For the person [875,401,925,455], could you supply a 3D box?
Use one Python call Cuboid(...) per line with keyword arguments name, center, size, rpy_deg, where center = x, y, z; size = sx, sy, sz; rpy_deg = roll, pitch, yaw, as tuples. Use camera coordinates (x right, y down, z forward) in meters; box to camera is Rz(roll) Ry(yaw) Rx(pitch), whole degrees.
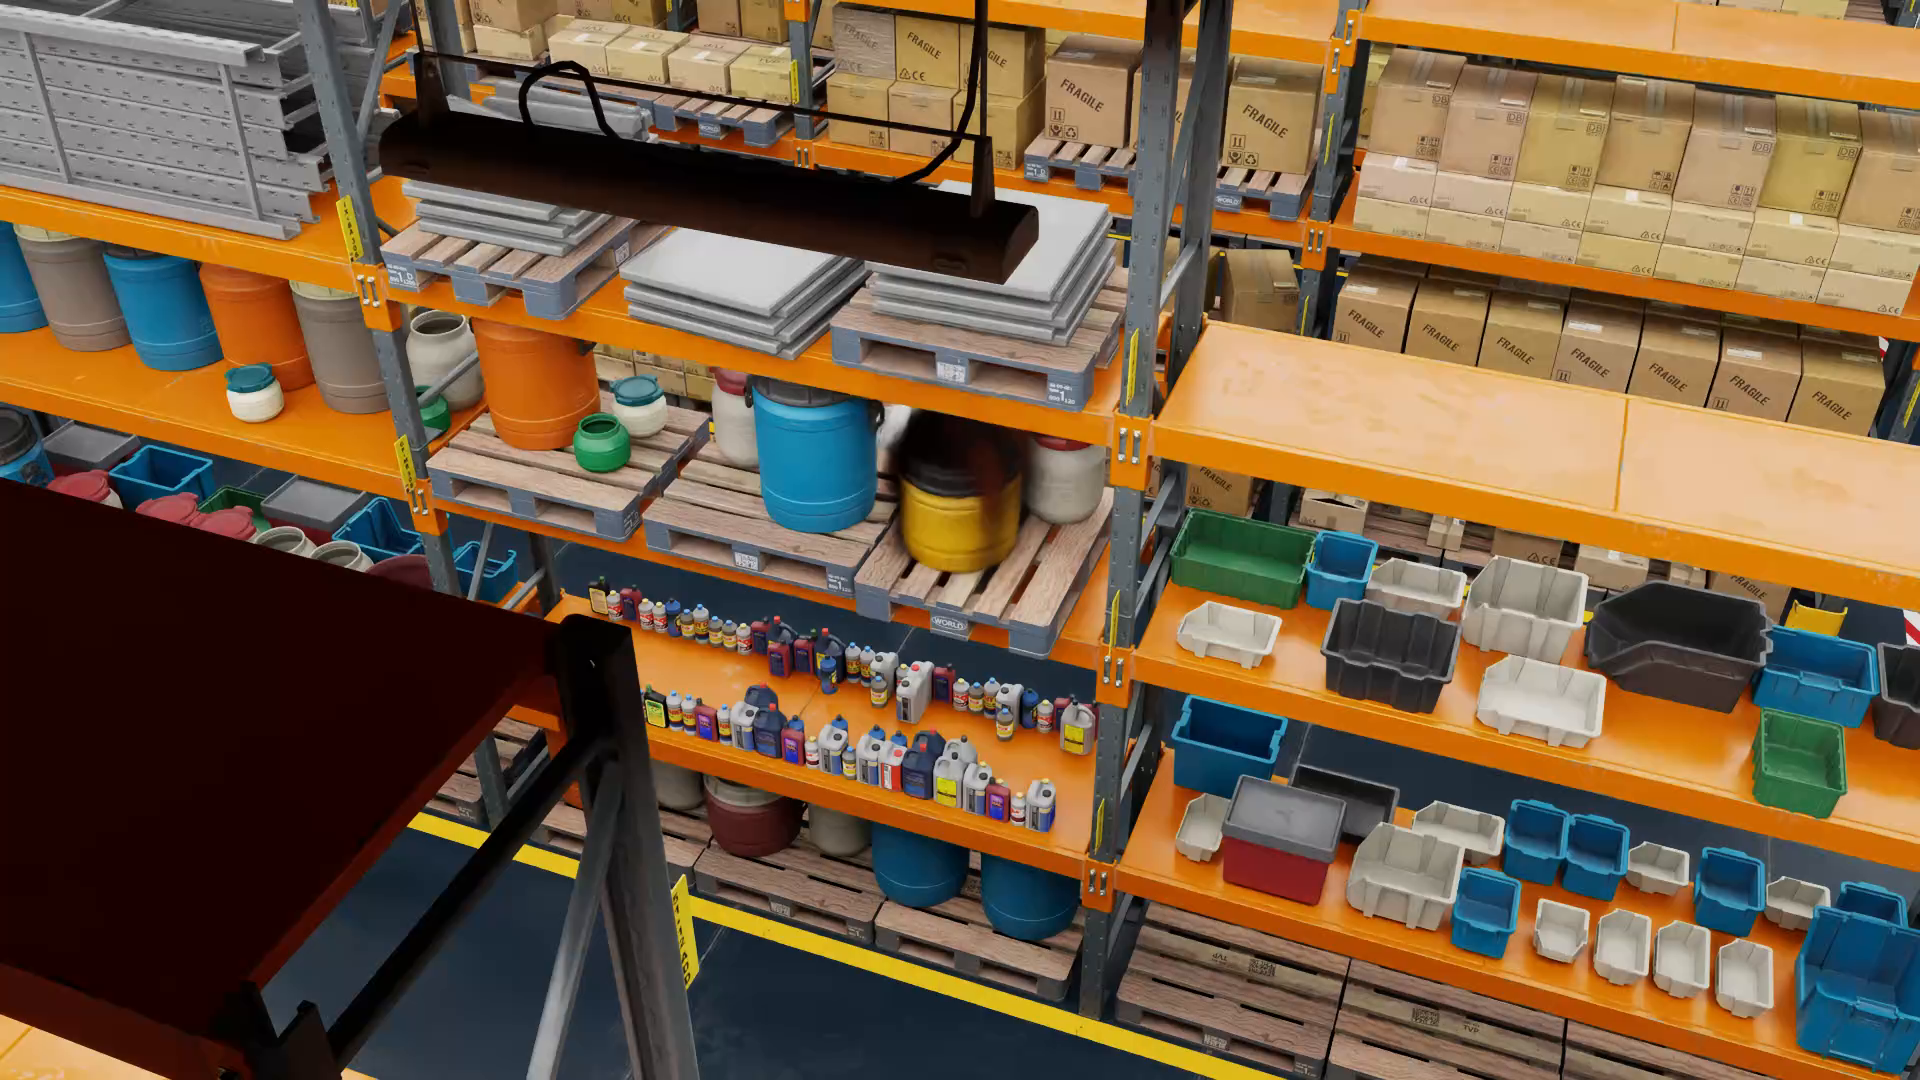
Cuboid(name="person", center=(-0.576, -0.508, 12.501), size=(0.597, 1.811, 0.643), rpy_deg=(28, 45, 33))
